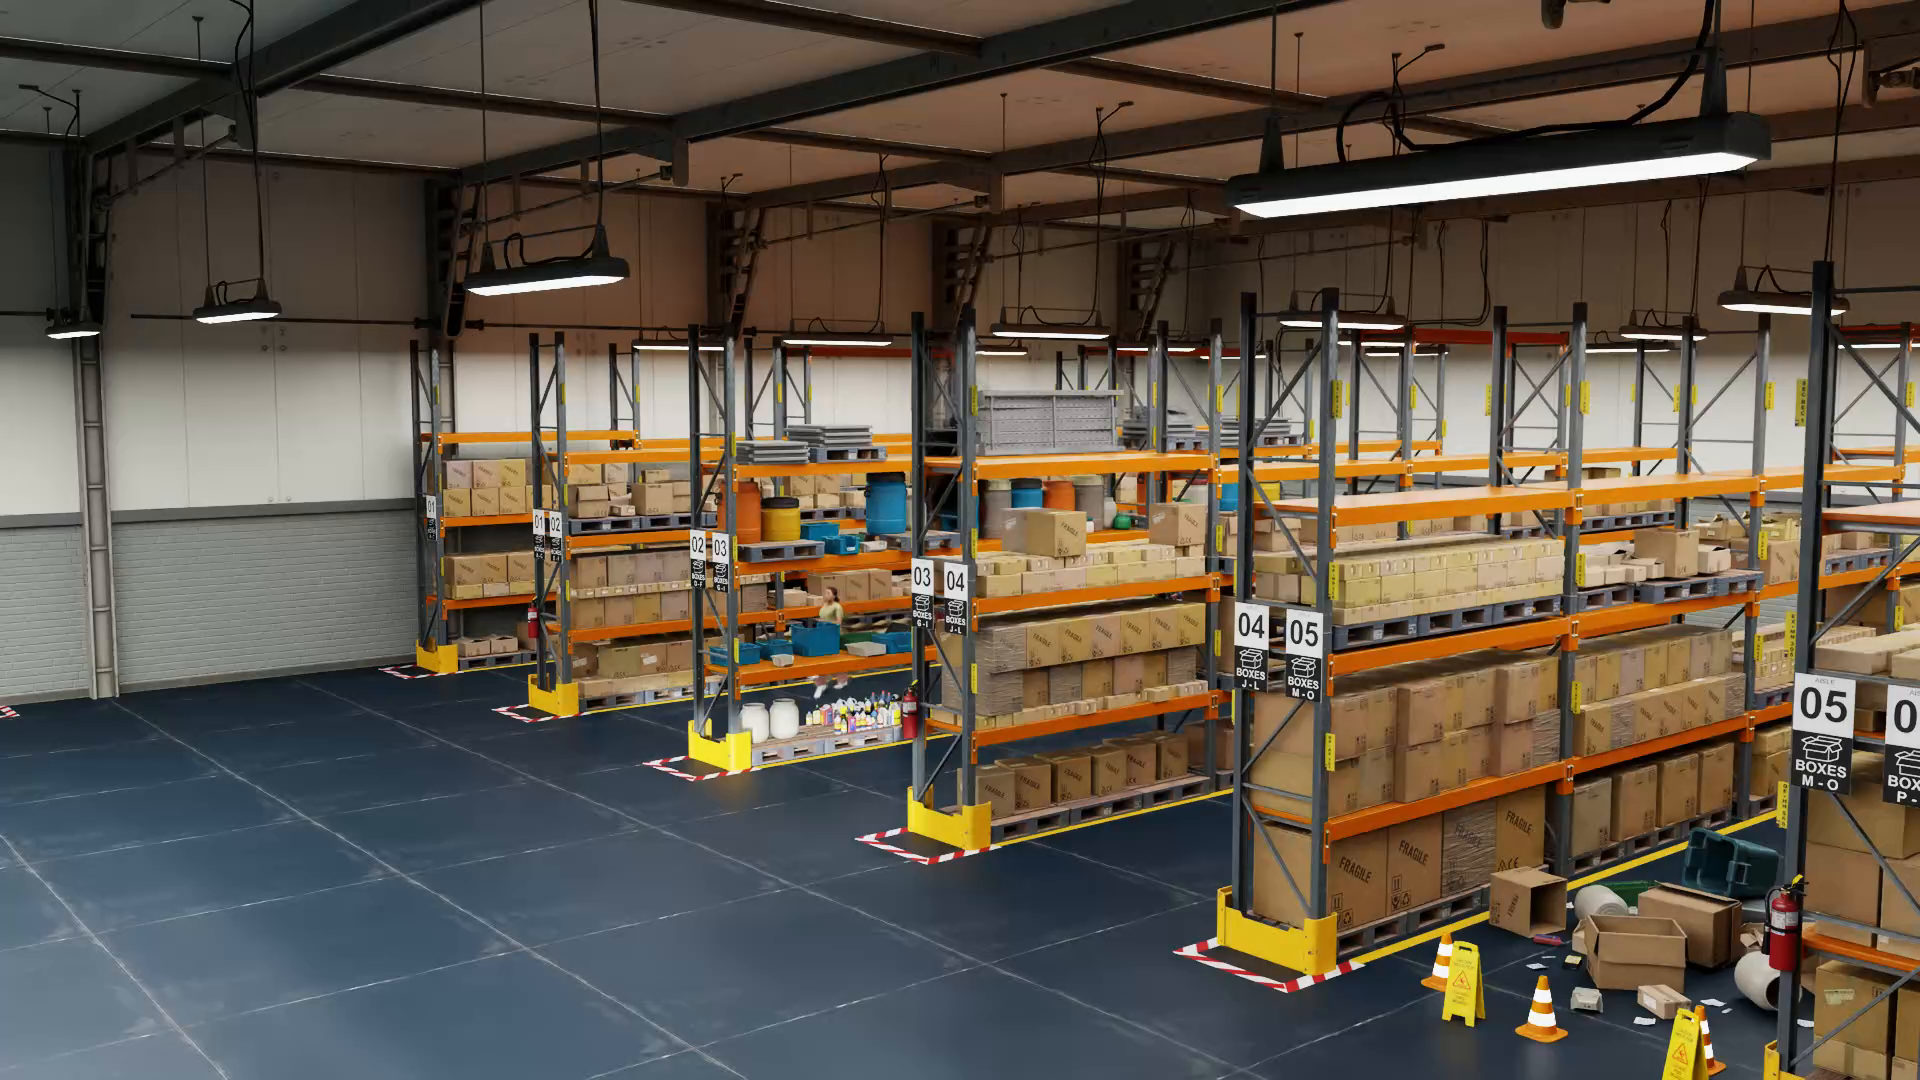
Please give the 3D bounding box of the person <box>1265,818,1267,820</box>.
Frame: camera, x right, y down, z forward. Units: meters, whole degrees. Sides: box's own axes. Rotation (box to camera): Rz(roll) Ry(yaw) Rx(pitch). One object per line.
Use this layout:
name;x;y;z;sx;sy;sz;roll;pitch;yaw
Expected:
person;3.502;2.640;17.818;0.749;1.757;0.708;-5;7;-41

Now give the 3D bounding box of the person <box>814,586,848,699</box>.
person;-2.055;1.612;26.406;0.544;1.775;0.706;4;6;35
